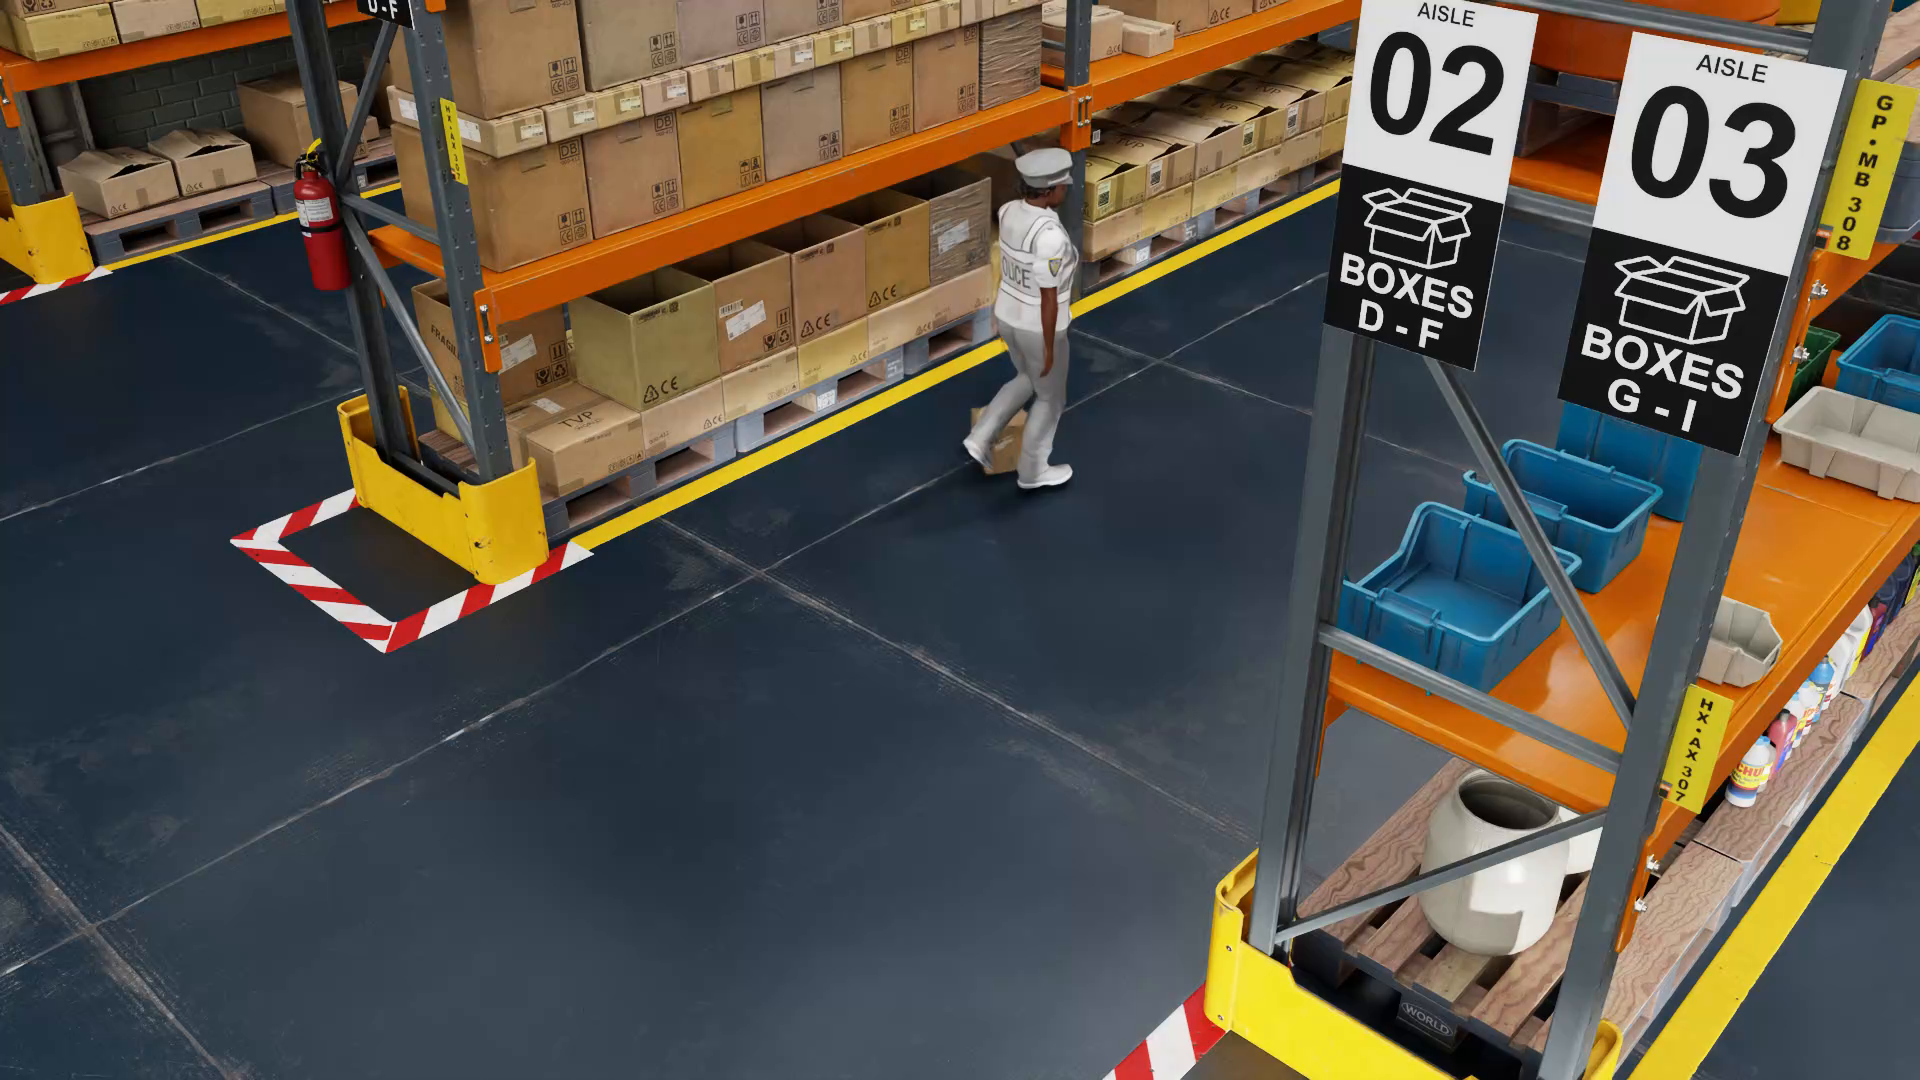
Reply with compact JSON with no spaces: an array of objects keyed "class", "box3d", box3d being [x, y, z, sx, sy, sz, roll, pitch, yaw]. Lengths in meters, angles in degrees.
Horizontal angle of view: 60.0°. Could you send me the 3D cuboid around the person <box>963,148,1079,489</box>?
[{"class":"person","box3d":[0.289,-0.986,7.699,0.526,1.655,0.478,-17,35,-26]}]
